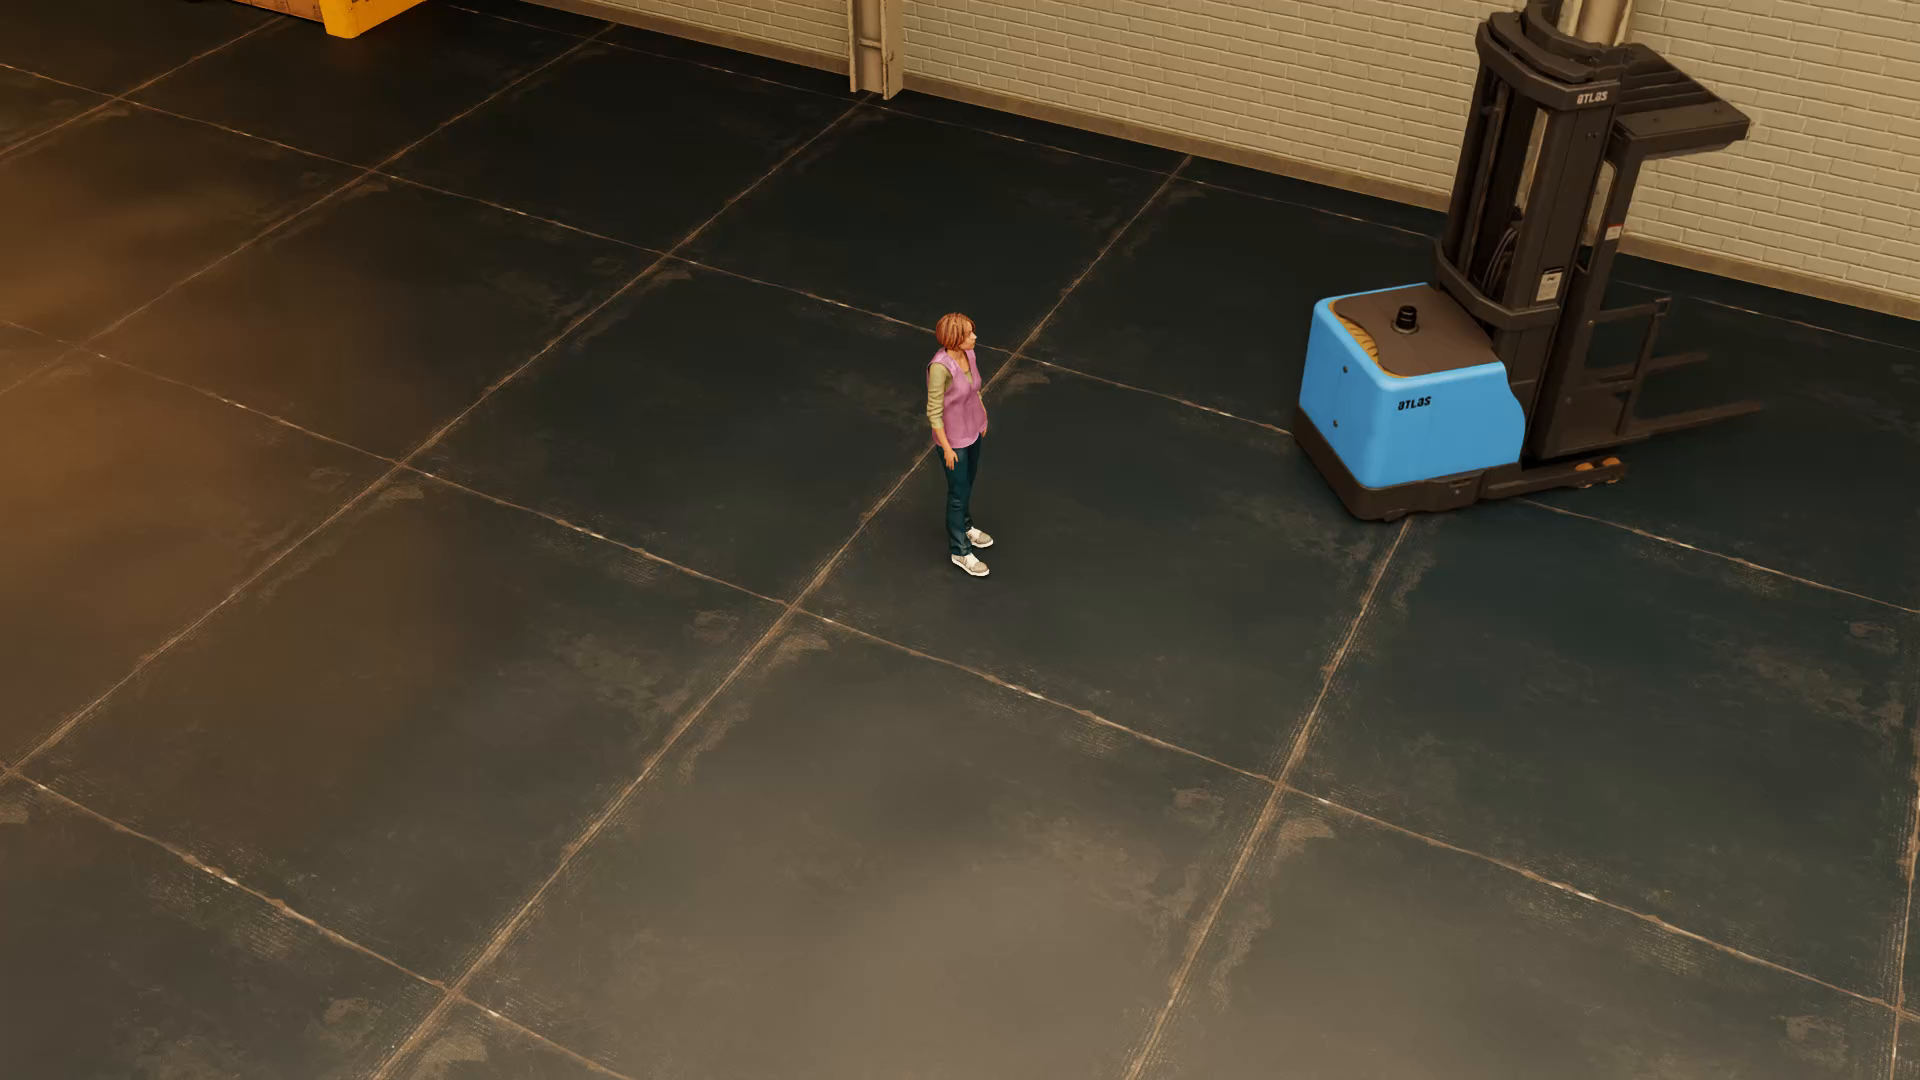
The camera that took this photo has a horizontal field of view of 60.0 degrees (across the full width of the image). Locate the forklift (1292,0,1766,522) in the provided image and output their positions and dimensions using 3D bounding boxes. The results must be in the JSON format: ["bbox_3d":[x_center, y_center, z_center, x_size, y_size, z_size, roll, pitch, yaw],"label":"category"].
[{"bbox_3d":[3.770,-1.768,10.086,3.031,2.935,1.130,-11,41,-12],"label":"forklift"}]

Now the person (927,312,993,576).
[{"bbox_3d":[0.059,-0.587,9.707,0.475,1.596,0.520,18,43,21],"label":"person"}]
